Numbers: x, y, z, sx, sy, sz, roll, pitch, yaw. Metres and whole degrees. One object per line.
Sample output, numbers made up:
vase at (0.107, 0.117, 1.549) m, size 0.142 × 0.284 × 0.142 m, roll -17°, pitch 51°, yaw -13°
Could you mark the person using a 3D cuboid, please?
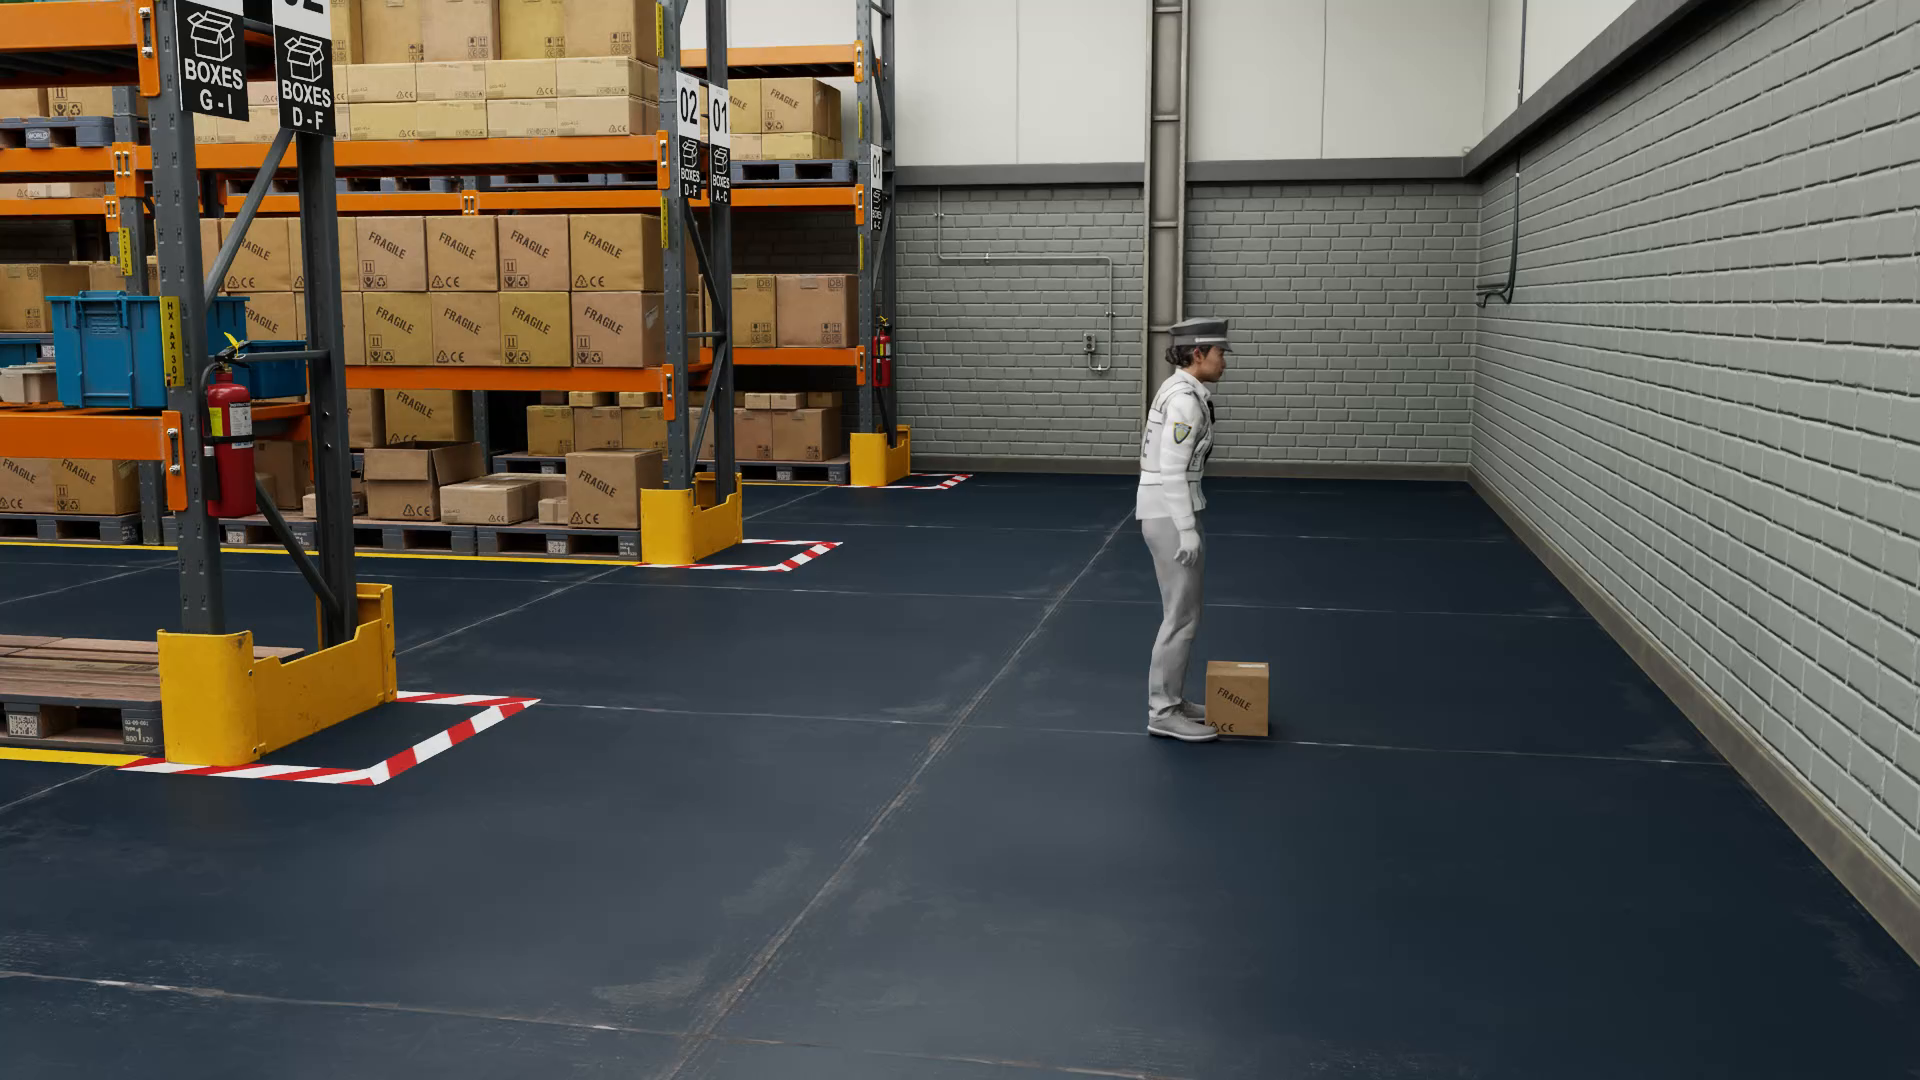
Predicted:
person at (0.899, -0.059, 6.723) m, size 0.379 × 1.662 × 0.533 m, roll 2°, pitch 8°, yaw 11°
